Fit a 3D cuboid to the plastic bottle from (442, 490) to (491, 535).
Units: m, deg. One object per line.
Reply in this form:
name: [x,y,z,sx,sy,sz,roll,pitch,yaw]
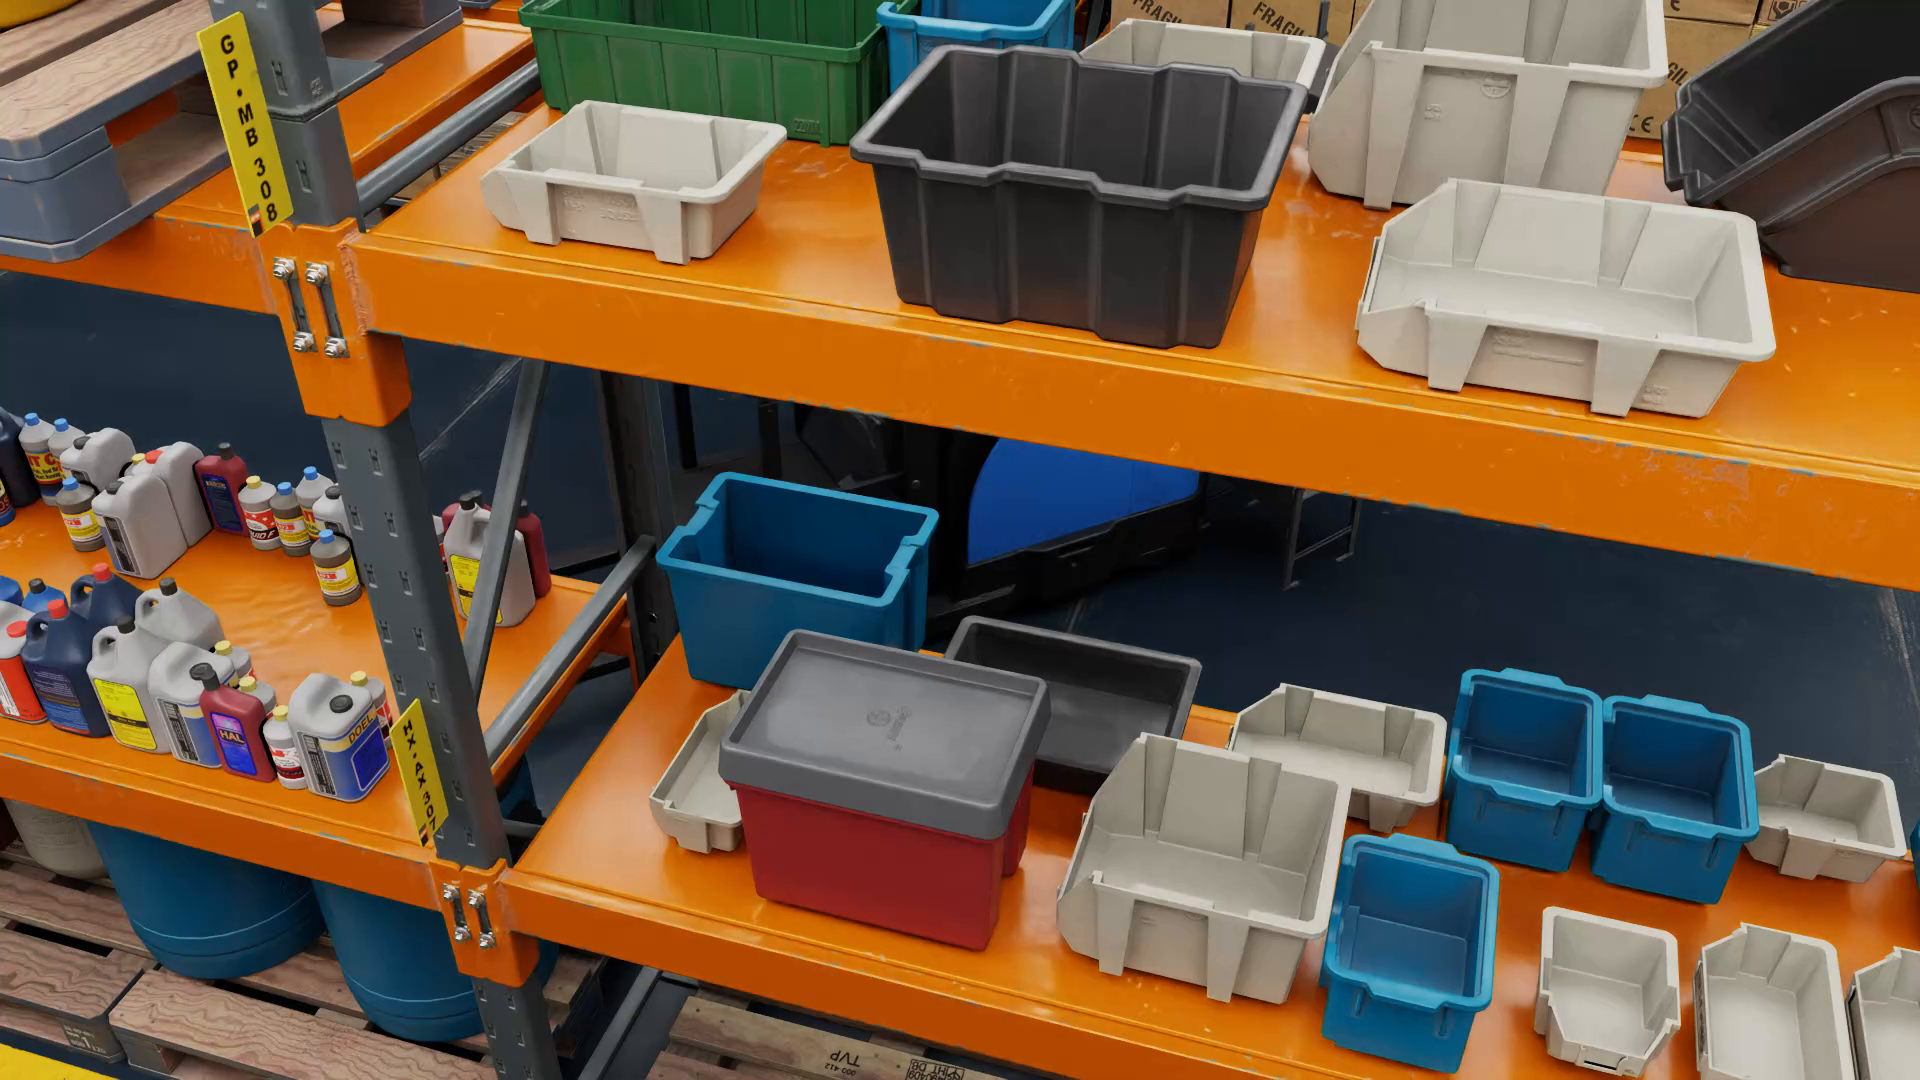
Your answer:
plastic bottle: [-1.271,-0.011,4.333,0.133,0.283,0.061,10,38,14]

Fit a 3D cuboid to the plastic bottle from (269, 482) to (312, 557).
plastic bottle: [-1.794,-0.063,4.473,0.097,0.201,0.097,0,36,0]

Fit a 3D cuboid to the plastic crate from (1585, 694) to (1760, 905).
plastic crate: [1.503,0.560,3.550,0.300,0.233,0.416,10,38,14]

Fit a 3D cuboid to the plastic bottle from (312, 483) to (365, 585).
plastic bottle: [-1.598,-0.040,4.379,0.135,0.276,0.152,10,38,14]

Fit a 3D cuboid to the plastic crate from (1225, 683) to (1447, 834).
plastic crate: [0.831,0.492,3.723,0.466,0.136,0.293,10,38,14]

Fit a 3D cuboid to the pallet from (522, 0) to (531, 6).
pallet: [-1.400,-2.819,8.211,1.213,0.211,1.003,10,38,14]

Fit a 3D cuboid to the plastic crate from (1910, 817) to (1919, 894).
plastic crate: [2.132,0.676,3.392,0.300,0.233,0.416,10,38,14]

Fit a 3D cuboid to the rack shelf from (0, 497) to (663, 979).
rack shelf: [-2.830,0.208,4.543,4.000,0.370,1.077,10,38,14]

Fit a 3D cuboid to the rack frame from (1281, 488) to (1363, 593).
rack frame: [1.412,-0.716,5.951,0.400,2.100,0.015,-25,43,-29]

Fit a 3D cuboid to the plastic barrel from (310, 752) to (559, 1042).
plastic barrel: [-1.435,0.842,4.491,0.708,0.901,0.600,10,38,14]

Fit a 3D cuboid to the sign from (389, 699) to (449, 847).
sign: [-1.086,0.471,3.345,0.005,0.325,0.100,10,38,14]

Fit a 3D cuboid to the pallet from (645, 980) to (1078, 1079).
pallet: [-0.207,1.503,4.530,1.213,0.211,1.003,10,38,14]

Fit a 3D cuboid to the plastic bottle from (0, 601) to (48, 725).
plastic bottle: [-2.223,0.281,3.942,0.135,0.276,0.152,10,38,14]

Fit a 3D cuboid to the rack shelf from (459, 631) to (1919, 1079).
rack shelf: [0.988,0.915,3.583,4.000,0.370,1.077,10,38,14]

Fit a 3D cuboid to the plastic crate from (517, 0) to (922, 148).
plastic crate: [-0.426,-0.947,3.154,0.662,0.188,0.450,10,38,14]

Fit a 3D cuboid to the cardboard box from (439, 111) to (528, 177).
cardboard box: [-2.407,-2.076,8.778,0.500,0.500,0.500,9,37,12]

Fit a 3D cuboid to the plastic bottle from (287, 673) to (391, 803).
plastic bottle: [-1.393,0.435,3.733,0.135,0.276,0.152,10,38,14]

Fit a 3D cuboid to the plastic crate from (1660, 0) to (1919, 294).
plastic crate: [1.521,-0.630,2.597,0.767,0.338,0.504,10,38,14]

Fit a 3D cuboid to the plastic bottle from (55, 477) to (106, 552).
plastic bottle: [-2.373,-0.076,4.491,0.097,0.201,0.097,0,36,0]

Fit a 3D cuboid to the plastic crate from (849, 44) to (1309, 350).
plastic crate: [0.183,-0.509,2.490,0.590,0.269,0.497,10,38,14]

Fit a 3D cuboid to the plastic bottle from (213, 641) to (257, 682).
plastic bottle: [-1.722,0.327,3.943,0.097,0.201,0.097,0,36,0]

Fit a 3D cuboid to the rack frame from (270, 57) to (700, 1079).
rack frame: [-0.921,0.272,3.850,0.127,3.000,1.000,10,38,14]

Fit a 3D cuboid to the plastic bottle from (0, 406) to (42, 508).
plastic bottle: [-2.691,-0.275,4.635,0.185,0.351,0.144,10,38,14]

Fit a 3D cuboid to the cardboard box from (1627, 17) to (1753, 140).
cardboard box: [2.899,-1.969,6.811,0.500,0.500,0.500,11,38,14]

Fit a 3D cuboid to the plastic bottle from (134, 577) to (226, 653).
plastic bottle: [-1.853,0.233,3.945,0.185,0.351,0.144,10,38,14]

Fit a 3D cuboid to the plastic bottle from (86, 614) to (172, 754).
plastic bottle: [-1.896,0.315,3.834,0.185,0.351,0.144,10,38,14]

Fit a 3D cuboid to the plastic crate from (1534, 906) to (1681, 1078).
plastic crate: [1.231,0.883,3.192,0.250,0.136,0.298,10,38,14]

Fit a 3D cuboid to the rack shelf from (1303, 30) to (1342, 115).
rack shelf: [1.264,-1.383,5.700,0.431,0.518,0.480,-25,43,-29]

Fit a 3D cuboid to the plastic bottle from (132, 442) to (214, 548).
plastic bottle: [-2.133,-0.139,4.513,0.135,0.276,0.152,10,38,14]

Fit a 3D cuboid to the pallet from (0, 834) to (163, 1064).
pallet: [-2.813,1.021,5.185,1.213,0.211,1.003,10,38,14]

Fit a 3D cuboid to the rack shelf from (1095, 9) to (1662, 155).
rack shelf: [2.469,-1.887,7.390,4.000,0.370,1.077,10,38,14]

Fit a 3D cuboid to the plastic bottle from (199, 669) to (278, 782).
plastic bottle: [-1.628,0.417,3.751,0.133,0.283,0.061,10,38,14]

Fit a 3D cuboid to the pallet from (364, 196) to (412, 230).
pallet: [-2.557,-1.961,9.236,1.213,0.211,1.003,10,38,14]

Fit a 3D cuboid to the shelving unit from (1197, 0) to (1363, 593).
shelving unit: [1.264,-0.830,6.107,0.431,2.100,0.503,-25,43,-29]

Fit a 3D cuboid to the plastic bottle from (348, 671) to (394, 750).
plastic bottle: [-1.374,0.391,3.855,0.097,0.201,0.097,0,36,0]

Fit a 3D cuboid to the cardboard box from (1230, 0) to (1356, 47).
cardboard box: [1.455,-2.237,7.175,0.500,0.500,0.500,11,38,15]

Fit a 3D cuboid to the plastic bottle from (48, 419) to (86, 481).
plastic bottle: [-2.457,-0.214,4.619,0.097,0.271,0.097,0,36,0]

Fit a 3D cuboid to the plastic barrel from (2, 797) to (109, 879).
plastic barrel: [-2.623,0.724,4.981,0.421,0.512,0.421,0,36,0]

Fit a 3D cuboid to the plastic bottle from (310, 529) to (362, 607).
plastic bottle: [-1.618,0.064,4.300,0.097,0.201,0.097,0,36,0]

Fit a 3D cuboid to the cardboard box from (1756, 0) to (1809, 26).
cardboard box: [3.389,-2.278,6.386,0.500,0.500,0.500,12,38,15]

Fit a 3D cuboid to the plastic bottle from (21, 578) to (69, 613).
plastic bottle: [-2.204,0.209,4.043,0.097,0.271,0.097,0,36,0]

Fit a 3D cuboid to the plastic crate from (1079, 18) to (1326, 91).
plastic crate: [0.407,-0.820,3.026,0.466,0.136,0.293,10,38,14]

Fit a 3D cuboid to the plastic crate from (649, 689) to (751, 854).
plastic crate: [-0.519,0.517,3.689,0.243,0.136,0.396,10,38,14]

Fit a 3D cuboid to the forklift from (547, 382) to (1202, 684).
forklift: [-0.606,-0.989,5.621,3.031,2.935,1.130,-17,40,-21]

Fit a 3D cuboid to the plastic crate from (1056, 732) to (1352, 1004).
plastic crate: [0.482,0.670,3.359,0.530,0.282,0.437,10,38,14]

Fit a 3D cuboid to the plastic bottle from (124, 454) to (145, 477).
plastic bottle: [-2.235,-0.145,4.584,0.097,0.201,0.097,0,36,0]

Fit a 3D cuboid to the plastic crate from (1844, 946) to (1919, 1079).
plastic crate: [1.793,0.960,3.087,0.243,0.136,0.396,10,38,14]
